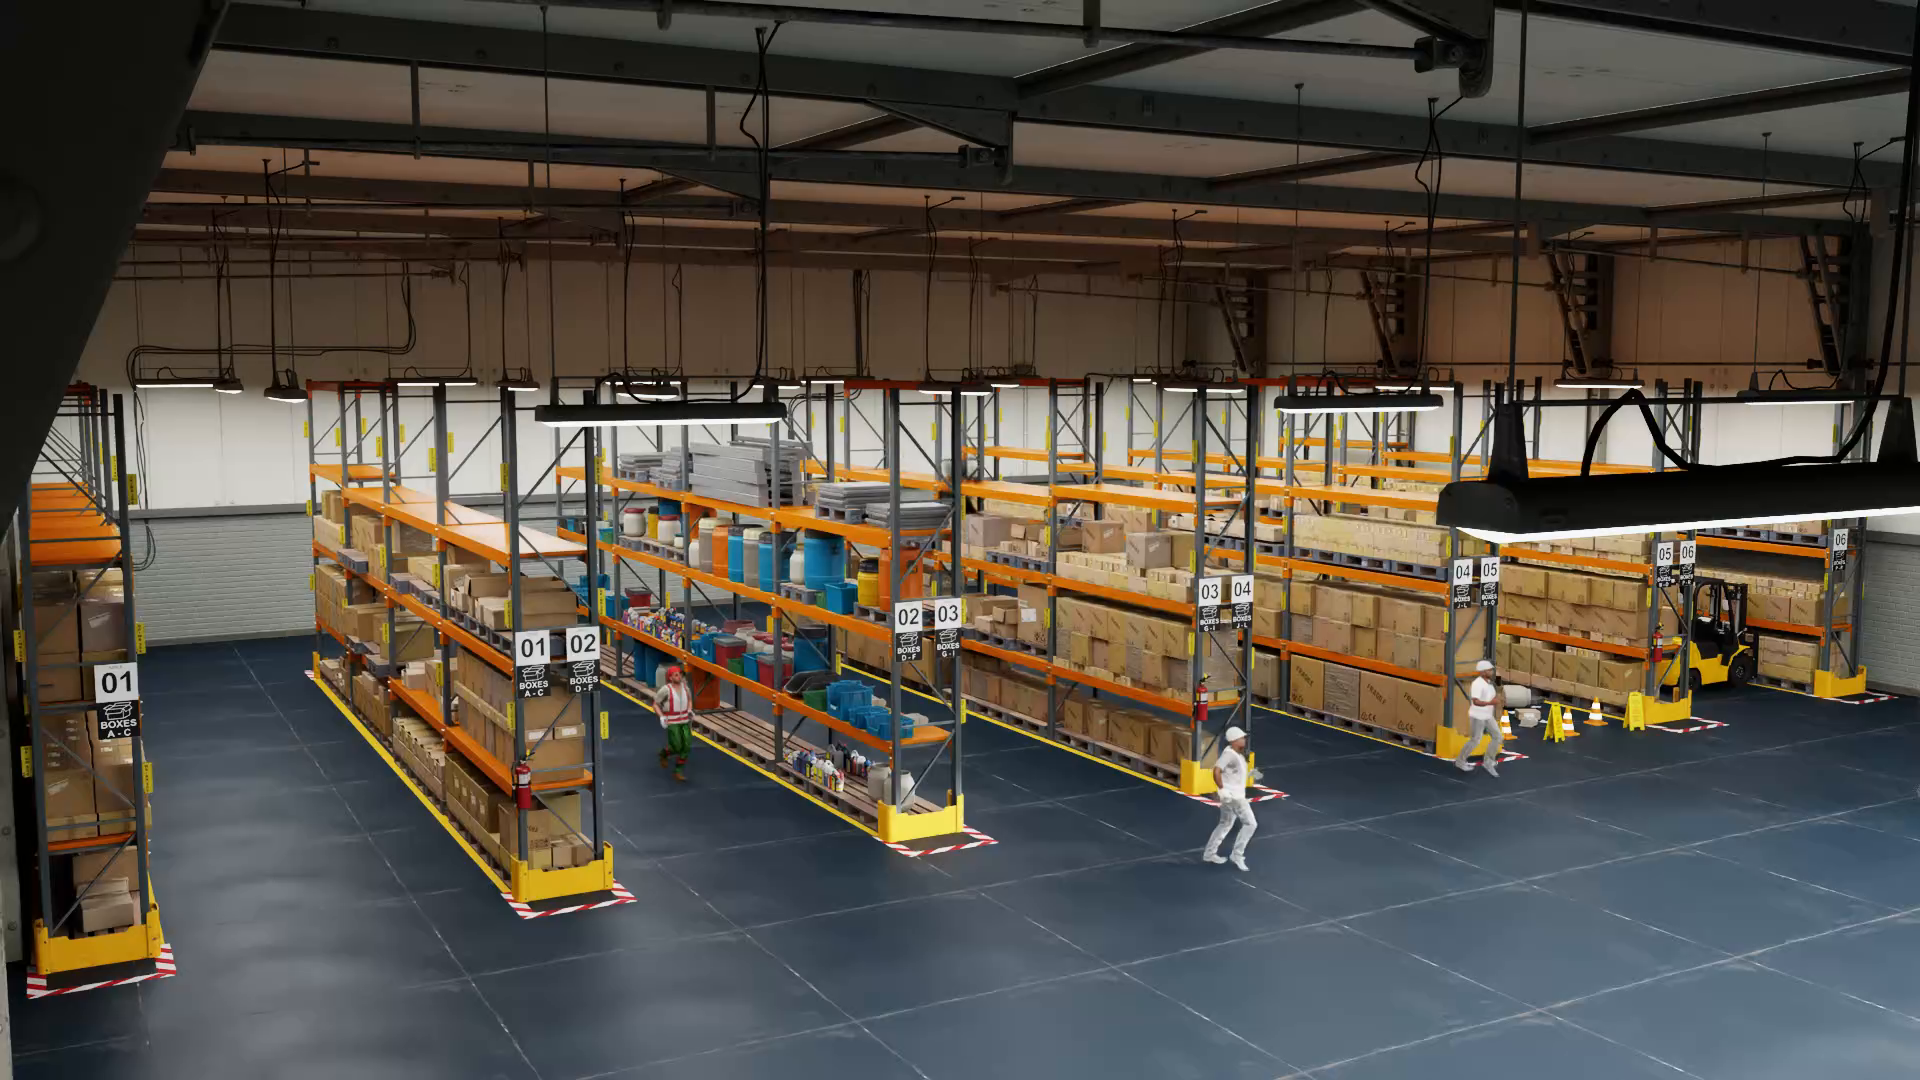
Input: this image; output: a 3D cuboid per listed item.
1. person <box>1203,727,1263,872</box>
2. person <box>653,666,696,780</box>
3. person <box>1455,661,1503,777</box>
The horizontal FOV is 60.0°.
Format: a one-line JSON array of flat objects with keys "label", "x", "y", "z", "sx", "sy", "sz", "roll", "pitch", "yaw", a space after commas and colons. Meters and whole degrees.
[{"label": "person", "x": 3.436, "y": 3.245, "z": 20.860, "sx": 0.749, "sy": 1.826, "sz": 0.657, "roll": 0, "pitch": 6, "yaw": 1}, {"label": "person", "x": -4.337, "y": 2.779, "z": 25.358, "sx": 0.657, "sy": 1.743, "sz": 0.605, "roll": -5, "pitch": 8, "yaw": -41}, {"label": "person", "x": 8.015, "y": 2.746, "z": 25.567, "sx": 0.731, "sy": 1.814, "sz": 0.687, "roll": 5, "pitch": 8, "yaw": 38}]
